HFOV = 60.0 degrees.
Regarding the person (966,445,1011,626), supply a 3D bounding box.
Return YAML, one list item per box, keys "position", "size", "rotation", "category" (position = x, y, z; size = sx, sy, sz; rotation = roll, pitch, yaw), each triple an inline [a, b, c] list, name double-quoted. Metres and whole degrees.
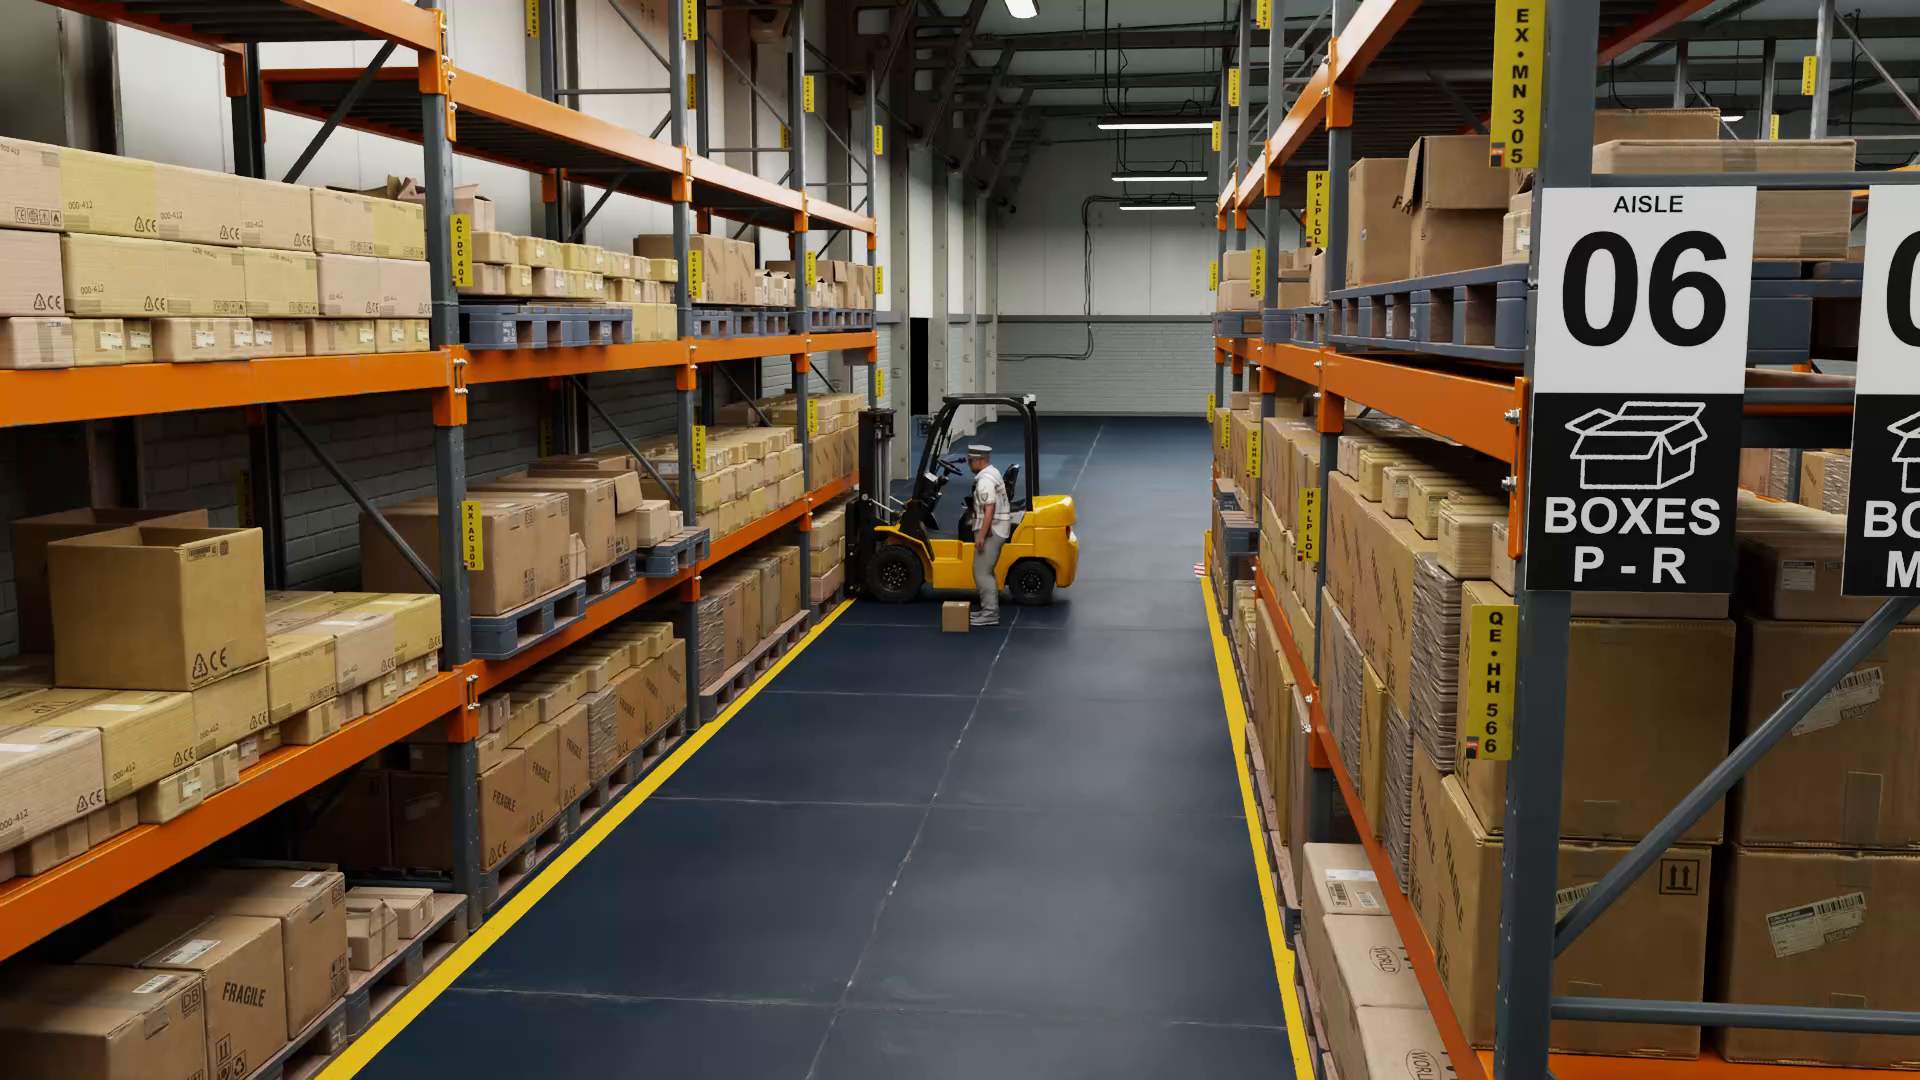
- position: [0.272, -0.054, 16.173]
  size: [0.439, 1.747, 0.585]
  rotation: [1, 8, 6]
  category: "person"
